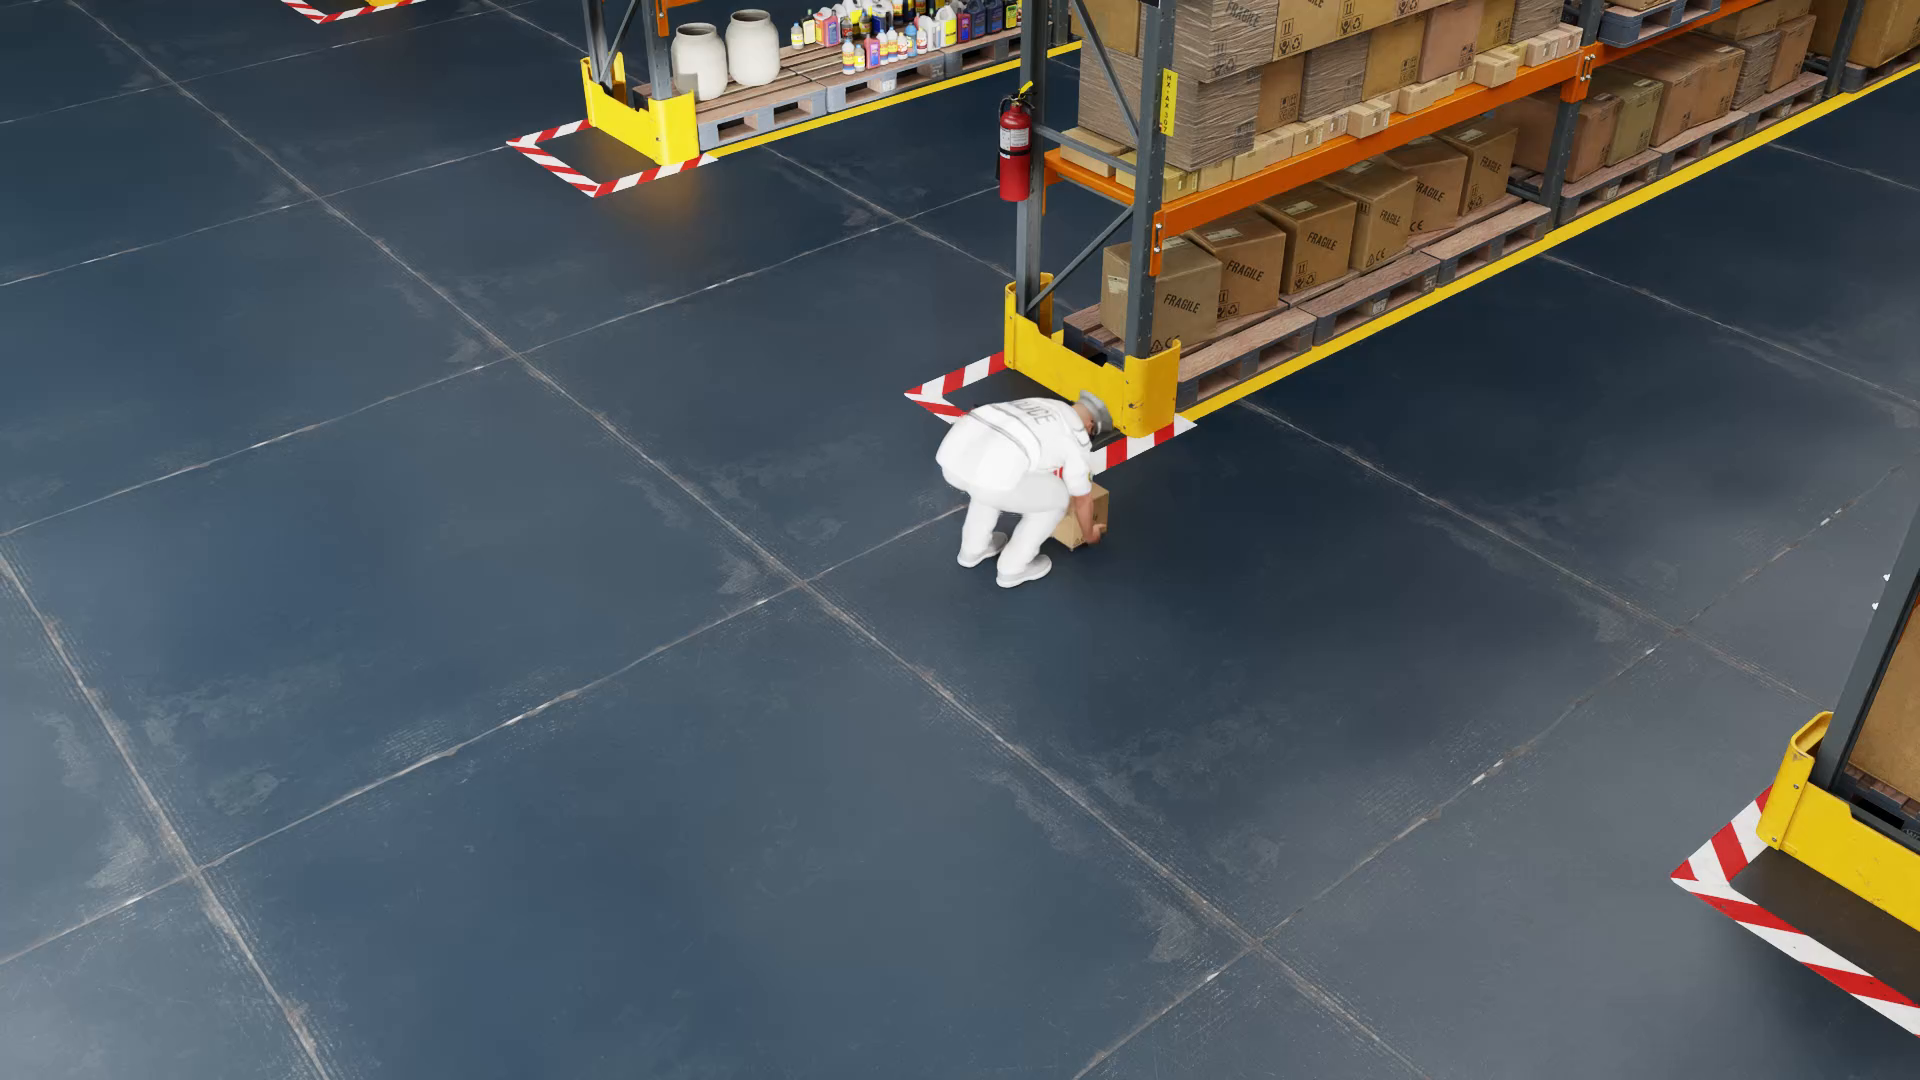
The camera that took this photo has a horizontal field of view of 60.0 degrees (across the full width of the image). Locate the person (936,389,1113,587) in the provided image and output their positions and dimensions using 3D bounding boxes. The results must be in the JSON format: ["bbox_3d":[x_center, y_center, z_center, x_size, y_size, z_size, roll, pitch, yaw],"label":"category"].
[{"bbox_3d":[0.337,-0.308,8.214,1.025,0.929,0.536,-28,44,-33],"label":"person"}]
